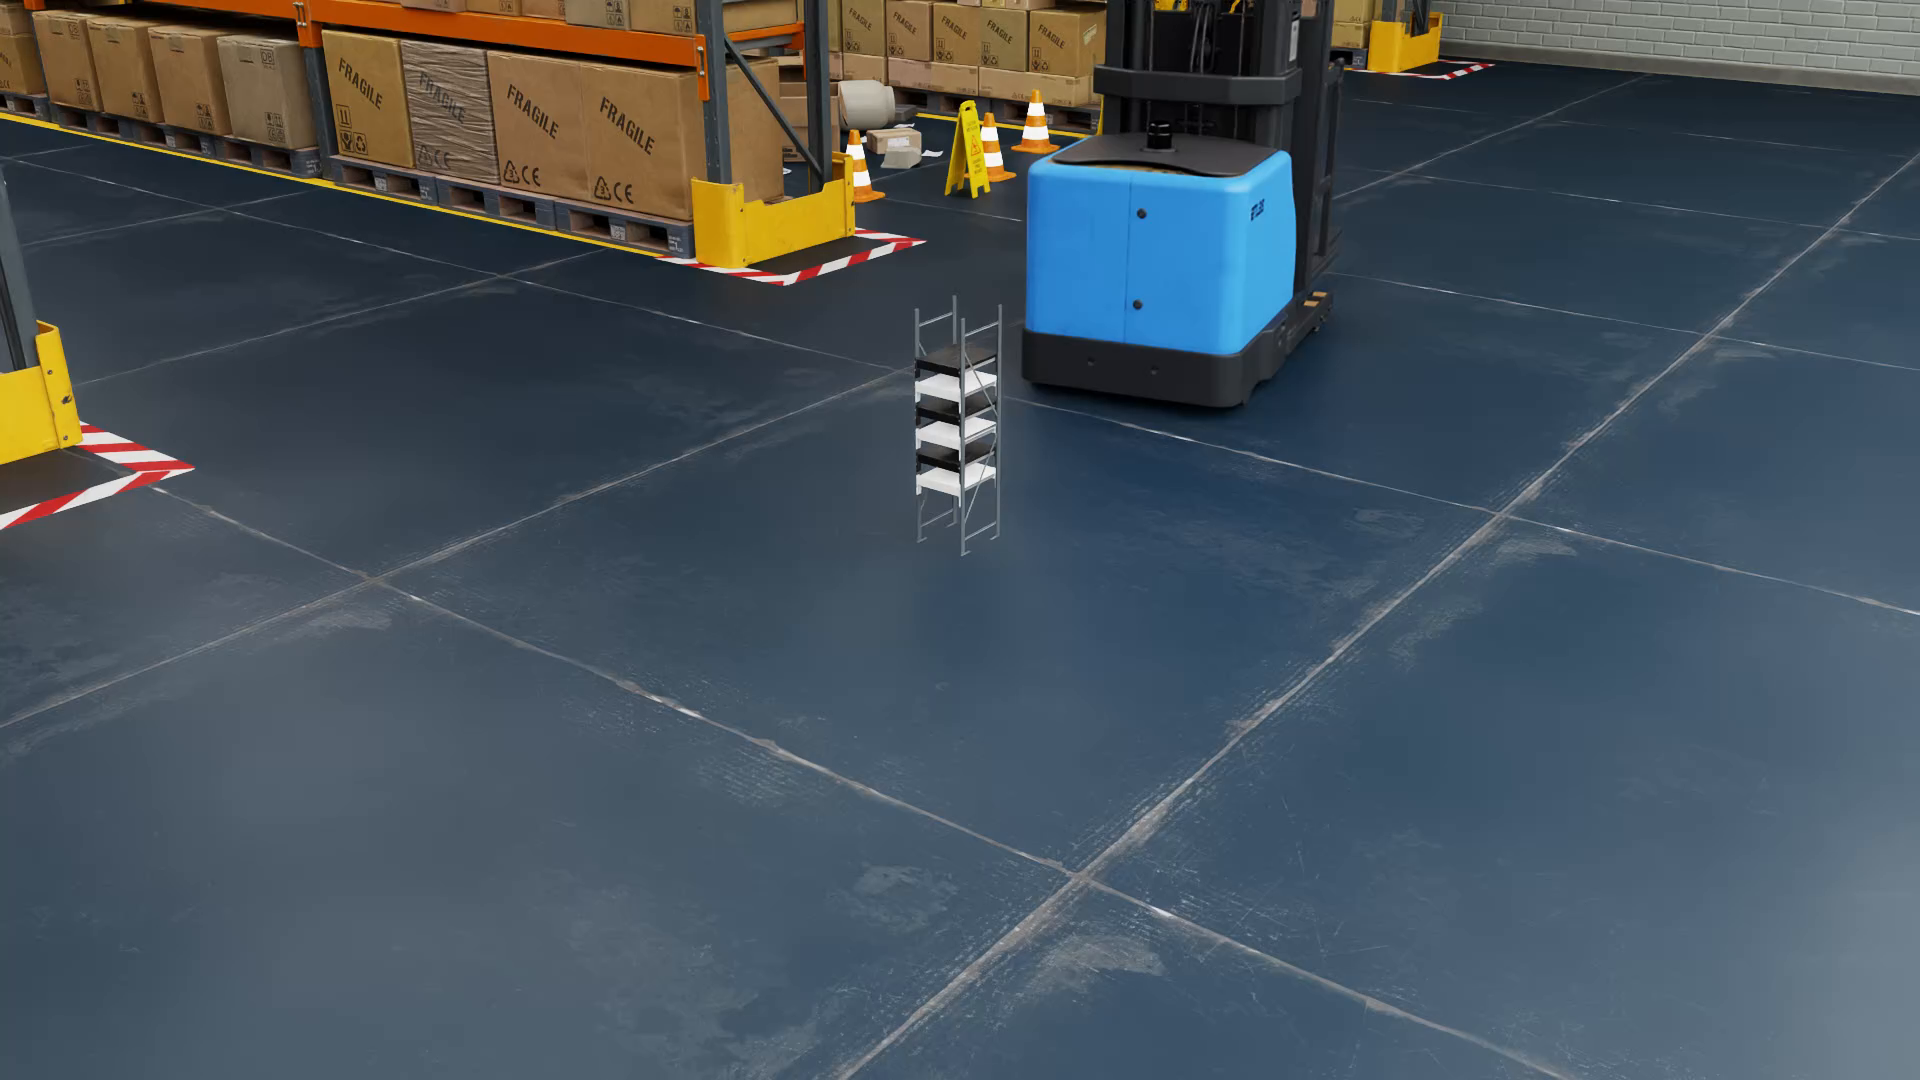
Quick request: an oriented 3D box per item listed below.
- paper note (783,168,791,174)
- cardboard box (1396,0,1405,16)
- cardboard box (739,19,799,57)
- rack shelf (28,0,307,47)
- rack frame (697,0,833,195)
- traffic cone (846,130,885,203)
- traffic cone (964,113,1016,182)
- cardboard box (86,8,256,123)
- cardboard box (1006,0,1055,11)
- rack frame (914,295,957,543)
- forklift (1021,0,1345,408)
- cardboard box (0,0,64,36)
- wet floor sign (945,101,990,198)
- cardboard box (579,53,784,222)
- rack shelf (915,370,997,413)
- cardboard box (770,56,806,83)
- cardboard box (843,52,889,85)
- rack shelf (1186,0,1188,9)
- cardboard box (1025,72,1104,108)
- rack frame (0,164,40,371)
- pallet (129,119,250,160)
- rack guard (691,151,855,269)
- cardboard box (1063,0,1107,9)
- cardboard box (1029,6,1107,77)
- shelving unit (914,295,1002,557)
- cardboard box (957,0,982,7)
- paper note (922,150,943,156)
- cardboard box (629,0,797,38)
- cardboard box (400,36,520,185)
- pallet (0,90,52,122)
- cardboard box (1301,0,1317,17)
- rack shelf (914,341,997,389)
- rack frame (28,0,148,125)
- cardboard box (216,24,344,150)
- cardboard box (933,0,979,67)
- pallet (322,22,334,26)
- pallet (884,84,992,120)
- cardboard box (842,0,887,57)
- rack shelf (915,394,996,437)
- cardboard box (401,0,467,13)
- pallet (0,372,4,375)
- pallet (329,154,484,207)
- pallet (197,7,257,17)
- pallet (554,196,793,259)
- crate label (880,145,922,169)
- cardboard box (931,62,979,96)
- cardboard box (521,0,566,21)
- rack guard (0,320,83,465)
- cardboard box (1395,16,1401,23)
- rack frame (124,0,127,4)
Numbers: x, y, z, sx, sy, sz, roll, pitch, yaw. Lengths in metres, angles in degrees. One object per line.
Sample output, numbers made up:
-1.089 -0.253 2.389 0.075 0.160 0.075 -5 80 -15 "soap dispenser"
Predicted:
-1.361 -2.772 12.506 0.144 0.017 0.142 -15 28 -30 "paper note"
4.452 -5.782 17.922 0.500 0.250 0.500 17 29 34 "cardboard box"
-1.892 -4.919 16.433 0.625 0.372 0.950 17 29 34 "cardboard box"
-5.959 -4.336 13.264 4.000 0.370 1.077 17 29 33 "rack shelf"
-1.158 -3.215 9.826 0.127 3.000 1.000 17 29 33 "rack frame"
-0.731 -2.640 11.669 0.334 0.463 0.336 17 29 33 "traffic cone"
0.219 -2.923 12.310 0.334 0.463 0.336 17 29 33 "traffic cone"
-6.424 -3.925 13.708 0.750 0.750 1.050 17 29 34 "cardboard box"
0.599 -4.587 14.095 0.250 0.149 0.380 18 29 35 "cardboard box"
-0.088 -0.438 6.129 0.006 0.900 0.240 17 29 33 "rack frame"
1.351 -2.495 8.277 1.130 2.935 3.031 10 26 22 "forklift"
-8.264 -4.621 14.668 0.500 0.250 0.500 16 28 32 "cardboard box"
0.053 -2.769 11.735 0.232 0.644 0.267 12 26 24 "wet floor sign"
-1.740 -2.577 10.493 0.875 0.875 0.875 17 29 34 "cardboard box"
-0.006 -0.548 6.014 0.200 0.077 0.258 17 29 33 "rack shelf"
-1.429 -3.963 14.620 0.500 0.500 0.500 -5 24 -12 "cardboard box"
-0.727 -4.382 15.365 0.500 0.250 0.500 19 30 36 "cardboard box"
0.130 -4.991 14.749 4.000 0.370 1.077 17 29 33 "rack shelf"
0.903 -3.885 14.236 0.500 0.250 0.500 17 29 33 "cardboard box"
-4.213 -1.639 6.249 0.127 3.000 1.000 17 29 33 "rack frame"
-6.002 -3.363 13.621 1.213 0.211 1.003 17 29 33 "pallet"
-1.139 -2.065 10.317 0.348 0.500 1.175 17 29 33 "rack guard"
1.231 -4.403 14.482 0.500 0.500 0.500 16 28 32 "cardboard box"
0.933 -4.223 14.073 0.500 0.500 0.500 17 29 34 "cardboard box"
-0.006 -0.414 6.073 0.210 0.900 0.258 17 29 33 "shelving unit"
0.189 -4.713 14.381 0.250 0.149 0.380 18 30 35 "cardboard box"
-0.220 -3.064 13.166 0.142 0.019 0.148 7 25 15 "paper note"
-1.482 -3.358 9.966 0.550 0.550 0.875 17 29 33 "cardboard box"
-3.174 -3.010 11.477 0.875 0.875 0.875 17 29 34 "cardboard box"
-8.184 -4.063 15.209 1.213 0.211 1.003 17 29 33 "pallet"
3.732 -5.743 17.833 0.500 0.250 0.500 16 29 33 "cardboard box"
-0.006 -0.630 5.978 0.200 0.077 0.258 17 29 33 "rack shelf"
-7.559 -5.149 14.217 0.127 3.000 1.000 17 29 33 "rack frame"
-4.909 -3.466 12.665 0.750 0.750 1.050 17 29 33 "cardboard box"
0.113 -4.472 14.639 0.500 0.500 0.500 16 28 32 "cardboard box"
-7.210 -6.300 20.286 1.213 0.211 1.003 17 29 33 "pallet"
0.068 -4.082 15.252 1.213 0.211 1.003 17 29 33 "pallet"
-0.725 -4.725 15.213 0.500 0.500 0.500 18 30 35 "cardboard box"
-0.006 -0.466 6.050 0.200 0.077 0.258 17 29 33 "rack shelf"
-3.241 -3.871 11.129 0.550 0.550 0.875 17 29 33 "cardboard box"
-4.903 -0.589 7.325 1.213 0.211 1.003 17 29 33 "pallet"
-3.797 -2.697 12.109 1.213 0.211 1.003 17 29 33 "pallet"
-9.414 -6.966 21.798 1.213 0.211 1.003 17 29 33 "pallet"
-1.845 -2.107 10.770 1.213 0.211 1.003 17 29 33 "pallet"
-0.448 -2.944 12.761 0.298 0.136 0.250 3 24 6 "crate label"
0.090 -4.131 14.796 0.500 0.250 0.500 16 28 31 "cardboard box"
-2.308 -3.660 10.651 0.550 0.550 0.875 17 29 33 "cardboard box"
-4.274 -0.513 6.795 0.348 0.500 1.175 17 29 33 "rack guard"
4.428 -5.554 18.025 0.500 0.250 0.500 17 29 34 "cardboard box"
-11.073 -8.705 22.287 0.127 3.000 1.000 17 29 33 "rack frame"
